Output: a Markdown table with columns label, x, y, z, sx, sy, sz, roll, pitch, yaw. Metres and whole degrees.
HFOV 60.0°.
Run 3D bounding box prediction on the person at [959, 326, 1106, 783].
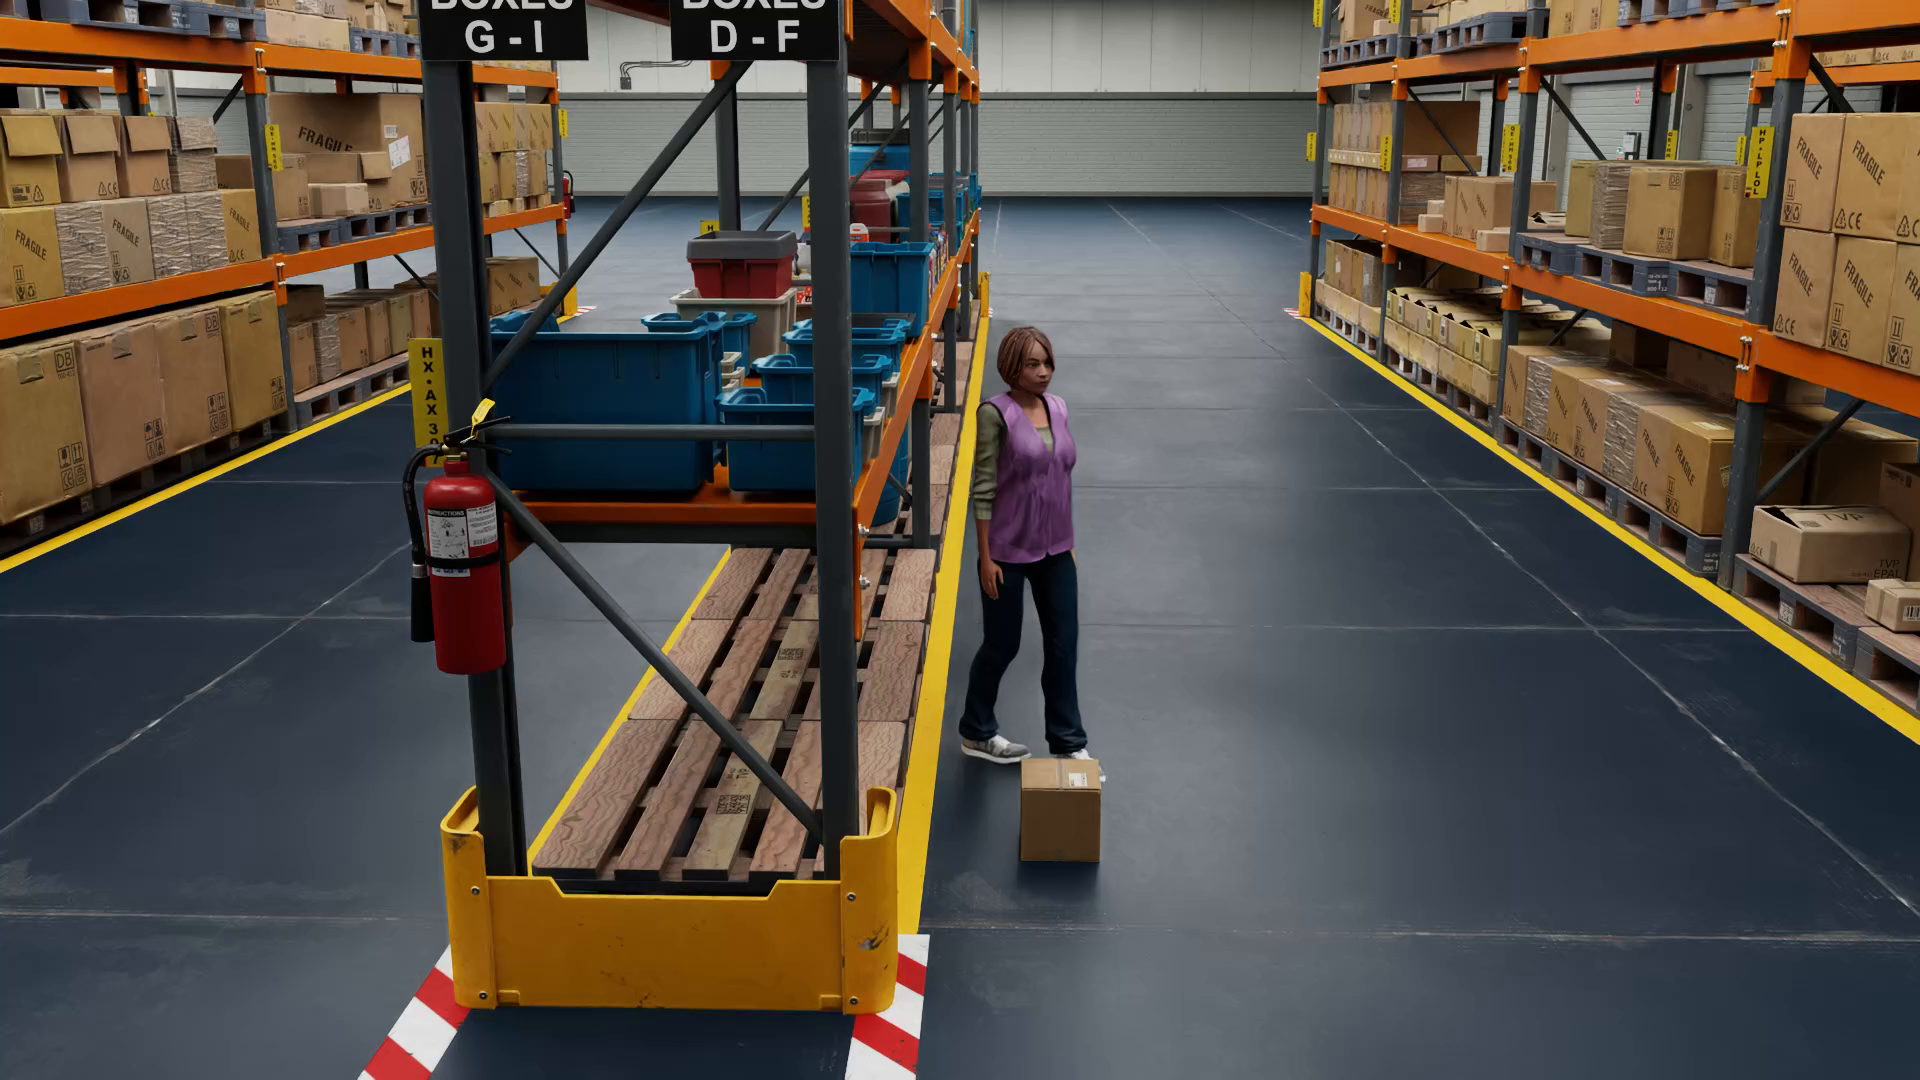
| label | x | y | z | sx | sy | sz | roll | pitch | yaw |
| --- | --- | --- | --- | --- | --- | --- | --- | --- | --- |
| person | 0.259 | 0.056 | 5.759 | 0.417 | 1.589 | 0.605 | -9 | 17 | -33 |
